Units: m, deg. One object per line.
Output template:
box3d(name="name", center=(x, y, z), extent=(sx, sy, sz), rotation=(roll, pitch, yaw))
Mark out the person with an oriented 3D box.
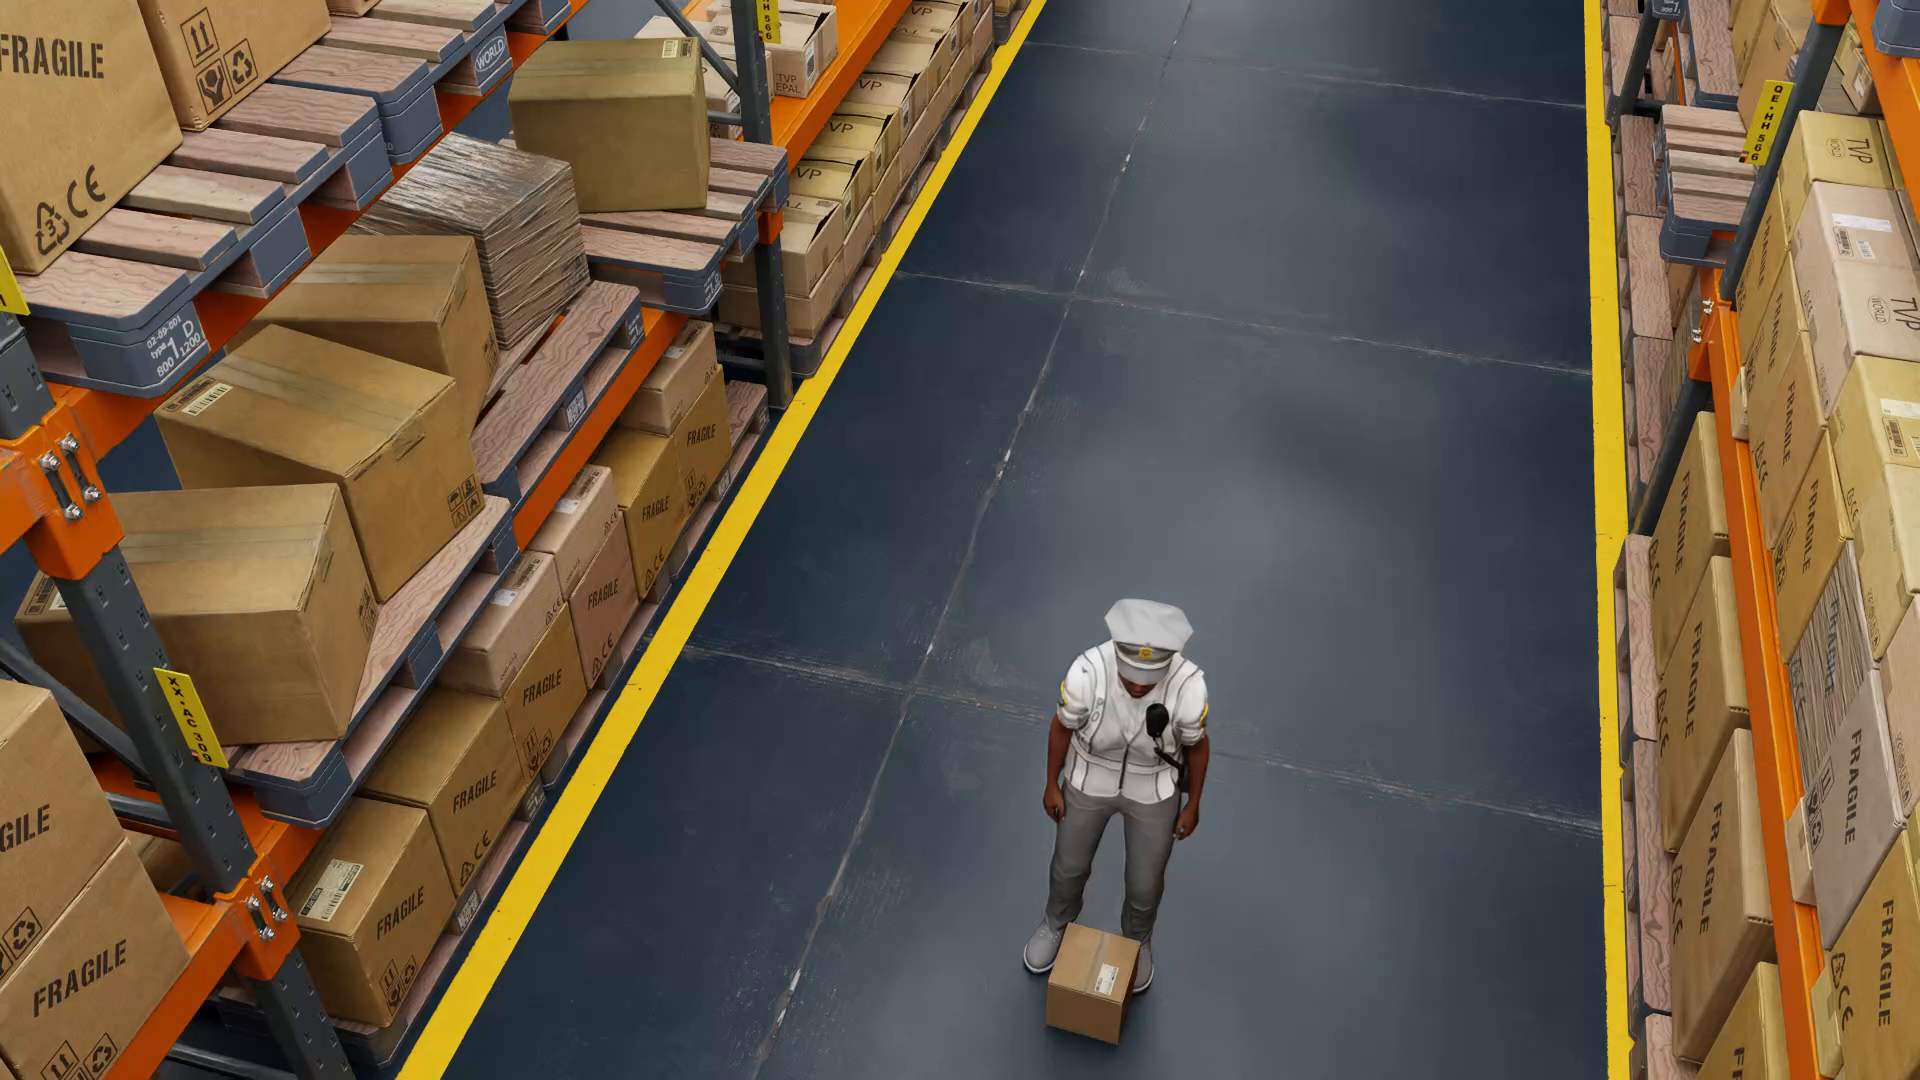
box3d(name="person", center=(0.499, 0.798, 5.247), extent=(0.531, 1.661, 0.386), rotation=(8, 42, 9))
